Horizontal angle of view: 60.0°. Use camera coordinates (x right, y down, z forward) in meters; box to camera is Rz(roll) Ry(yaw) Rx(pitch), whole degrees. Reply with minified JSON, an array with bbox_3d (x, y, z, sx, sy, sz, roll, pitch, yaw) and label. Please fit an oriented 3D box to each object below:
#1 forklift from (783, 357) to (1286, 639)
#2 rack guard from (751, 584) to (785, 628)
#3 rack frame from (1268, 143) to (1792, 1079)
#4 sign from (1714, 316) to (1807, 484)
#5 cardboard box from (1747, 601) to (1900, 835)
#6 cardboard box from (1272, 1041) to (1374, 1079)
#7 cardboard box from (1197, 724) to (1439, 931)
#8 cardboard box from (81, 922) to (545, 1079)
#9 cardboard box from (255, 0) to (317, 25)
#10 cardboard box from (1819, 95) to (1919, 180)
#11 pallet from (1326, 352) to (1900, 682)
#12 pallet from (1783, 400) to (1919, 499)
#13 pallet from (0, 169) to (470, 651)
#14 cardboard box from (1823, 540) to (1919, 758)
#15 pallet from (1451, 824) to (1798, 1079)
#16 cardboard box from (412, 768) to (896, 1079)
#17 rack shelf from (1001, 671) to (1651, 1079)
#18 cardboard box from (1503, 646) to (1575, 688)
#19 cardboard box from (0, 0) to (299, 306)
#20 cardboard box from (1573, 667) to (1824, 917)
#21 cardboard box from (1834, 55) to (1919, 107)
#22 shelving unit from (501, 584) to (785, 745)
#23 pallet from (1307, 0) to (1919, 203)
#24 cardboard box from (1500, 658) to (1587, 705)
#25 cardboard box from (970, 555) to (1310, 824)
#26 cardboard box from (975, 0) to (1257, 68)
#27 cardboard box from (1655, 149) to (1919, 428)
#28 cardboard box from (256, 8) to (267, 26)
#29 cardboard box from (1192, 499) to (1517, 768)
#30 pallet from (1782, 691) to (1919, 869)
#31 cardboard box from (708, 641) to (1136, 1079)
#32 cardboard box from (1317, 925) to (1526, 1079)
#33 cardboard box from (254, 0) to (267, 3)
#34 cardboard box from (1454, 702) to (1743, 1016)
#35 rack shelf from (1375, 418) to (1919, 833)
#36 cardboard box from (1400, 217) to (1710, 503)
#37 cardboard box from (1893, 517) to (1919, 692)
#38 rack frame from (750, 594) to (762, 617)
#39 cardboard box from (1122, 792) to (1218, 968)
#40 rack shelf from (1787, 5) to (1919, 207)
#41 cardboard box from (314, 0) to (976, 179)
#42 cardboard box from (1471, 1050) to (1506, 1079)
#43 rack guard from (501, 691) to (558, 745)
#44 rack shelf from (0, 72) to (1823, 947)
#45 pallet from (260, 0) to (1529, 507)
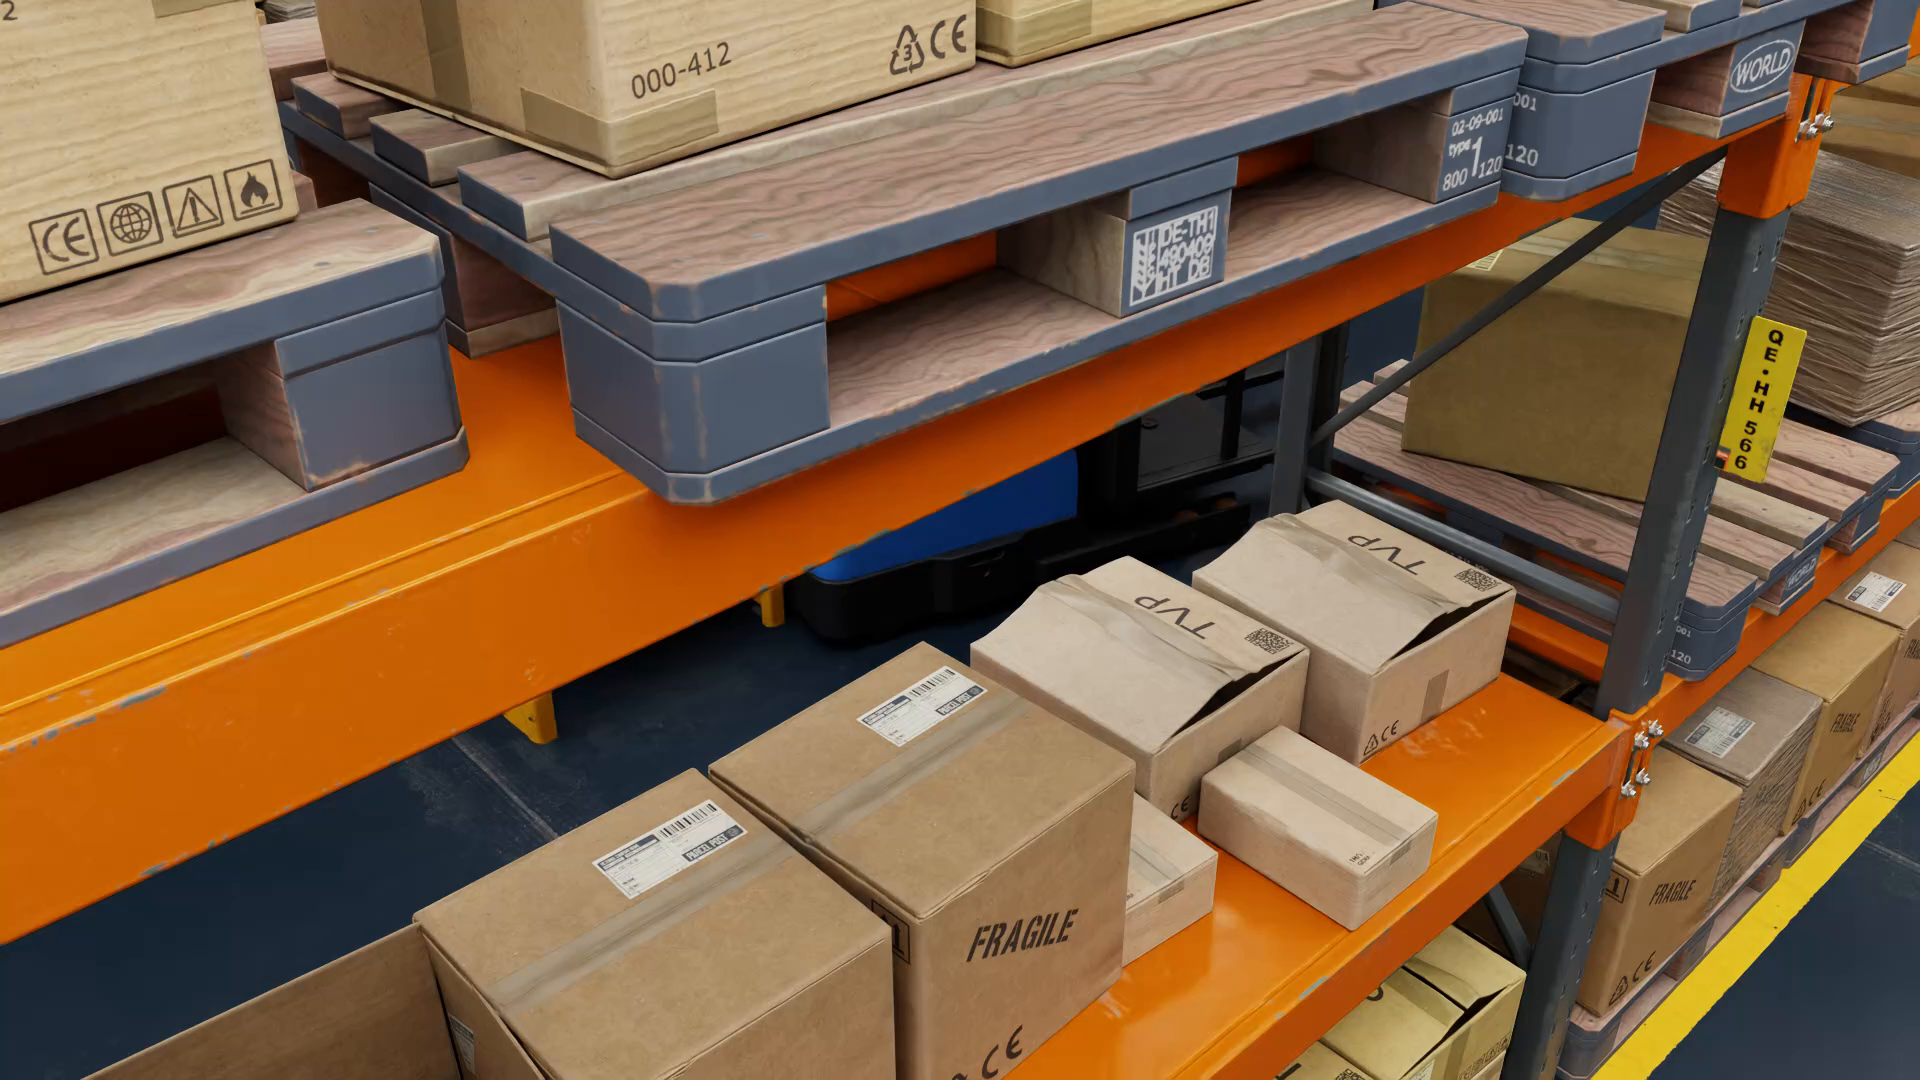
[{"bbox_3d":[0.595,-1.429,6.277,3.031,2.935,1.130,-16,35,-24],"label":"forklift"},{"bbox_3d":[-0.882,0.103,6.342,0.087,0.250,0.587,-27,41,-37],"label":"rack guard"},{"bbox_3d":[1.158,0.016,3.849,0.127,3.000,1.000,-26,40,-35],"label":"rack frame"},{"bbox_3d":[1.538,-0.267,3.201,0.005,0.325,0.100,-26,40,-35],"label":"sign"},{"bbox_3d":[2.437,0.479,5.066,0.500,0.500,0.500,-26,40,-36],"label":"cardboard box"},{"bbox_3d":[0.565,1.237,3.547,0.500,0.311,0.500,-27,40,-36],"label":"cardboard box"},{"bbox_3d":[0.686,0.548,3.220,0.250,0.149,0.380,-26,40,-35],"label":"cardboard box"},{"bbox_3d":[-0.815,0.939,2.243,0.500,0.500,0.500,-23,38,-32],"label":"cardboard box"},{"bbox_3d":[-2.551,-1.938,6.526,0.700,0.500,0.500,24,39,34],"label":"cardboard box"},{"bbox_3d":[2.837,-0.974,4.970,0.700,0.500,0.500,18,36,27],"label":"cardboard box"},{"bbox_3d":[1.607,-0.170,4.336,1.003,0.211,1.213,-26,40,-35],"label":"pallet"},{"bbox_3d":[2.581,-0.594,5.030,1.213,0.211,1.003,-26,40,-35],"label":"pallet"},{"bbox_3d":[-1.137,-0.081,1.316,0.805,0.209,1.217,27,41,37],"label":"pallet"},{"bbox_3d":[2.816,0.292,5.372,0.500,0.500,0.500,-27,41,-37],"label":"cardboard box"},{"bbox_3d":[1.731,0.955,4.986,1.213,0.211,1.003,-26,40,-35],"label":"pallet"},{"bbox_3d":[-0.447,0.761,2.534,0.500,0.500,0.500,-26,40,-35],"label":"cardboard box"},{"bbox_3d":[-0.309,1.032,2.876,4.000,0.370,1.077,-26,40,-35],"label":"rack shelf"},{"bbox_3d":[1.722,0.132,4.915,0.500,0.250,0.500,-24,39,-34],"label":"cardboard box"},{"bbox_3d":[-0.916,-0.371,1.347,0.500,0.250,0.500,25,39,34],"label":"cardboard box"},{"bbox_3d":[2.066,0.655,4.778,0.500,0.500,0.500,-27,41,-37],"label":"cardboard box"},{"bbox_3d":[3.130,-1.274,5.460,0.500,0.500,0.700,-19,36,-28],"label":"cardboard box"},{"bbox_3d":[-1.238,-0.249,5.719,1.083,1.500,0.587,-27,41,-37],"label":"shelving unit"},{"bbox_3d":[0.721,-0.908,2.666,1.003,0.211,1.213,-24,39,-33],"label":"pallet"},{"bbox_3d":[1.684,0.473,5.075,0.500,0.500,0.500,-24,39,-34],"label":"cardboard box"},{"bbox_3d":[0.370,0.297,3.474,0.500,0.311,0.500,-26,40,-36],"label":"cardboard box"},{"bbox_3d":[0.064,-0.805,2.057,0.500,0.250,0.500,-27,40,-36],"label":"cardboard box"},{"bbox_3d":[2.343,-0.724,4.560,0.500,0.500,0.700,-18,36,-27],"label":"cardboard box"},{"bbox_3d":[-2.942,-1.729,6.185,0.700,0.500,0.500,25,39,35],"label":"cardboard box"},{"bbox_3d":[0.861,0.166,3.688,0.500,0.311,0.500,-23,38,-33],"label":"cardboard box"},{"bbox_3d":[2.625,0.525,5.690,1.213,0.211,1.003,-26,40,-35],"label":"pallet"},{"bbox_3d":[-0.061,0.575,2.839,0.500,0.500,0.500,27,40,36],"label":"cardboard box"},{"bbox_3d":[0.941,1.051,3.852,0.500,0.311,0.500,-25,39,-34],"label":"cardboard box"},{"bbox_3d":[-2.671,-2.131,6.221,0.380,0.149,0.250,22,38,31],"label":"cardboard box"},{"bbox_3d":[1.686,0.843,4.471,0.500,0.500,0.500,-24,39,-34],"label":"cardboard box"},{"bbox_3d":[2.624,-0.387,5.196,4.000,0.370,1.077,-26,40,-35],"label":"rack shelf"},{"bbox_3d":[1.543,-0.472,4.149,0.700,0.500,0.500,15,35,23],"label":"cardboard box"},{"bbox_3d":[3.188,0.110,5.669,0.500,0.500,0.500,-25,39,-35],"label":"cardboard box"},{"bbox_3d":[-0.881,-0.431,6.017,0.032,1.500,0.500,-27,41,-37],"label":"rack frame"},{"bbox_3d":[0.261,0.597,3.139,0.250,0.149,0.380,-23,38,-32],"label":"cardboard box"},{"bbox_3d":[2.624,-1.666,4.414,4.000,0.370,1.077,-26,40,-35],"label":"rack shelf"},{"bbox_3d":[-0.332,-0.615,1.746,0.500,0.250,0.500,25,40,35],"label":"cardboard box"},{"bbox_3d":[0.938,1.290,3.999,0.500,0.250,0.500,-25,39,-34],"label":"cardboard box"},{"bbox_3d":[-1.595,0.466,5.748,0.087,0.250,0.587,-27,41,-37],"label":"rack guard"},{"bbox_3d":[-0.309,-0.247,2.094,4.000,0.370,1.077,-26,40,-35],"label":"rack shelf"},{"bbox_3d":[-0.097,-0.511,2.015,1.213,0.211,1.003,-24,39,-33],"label":"pallet"}]
